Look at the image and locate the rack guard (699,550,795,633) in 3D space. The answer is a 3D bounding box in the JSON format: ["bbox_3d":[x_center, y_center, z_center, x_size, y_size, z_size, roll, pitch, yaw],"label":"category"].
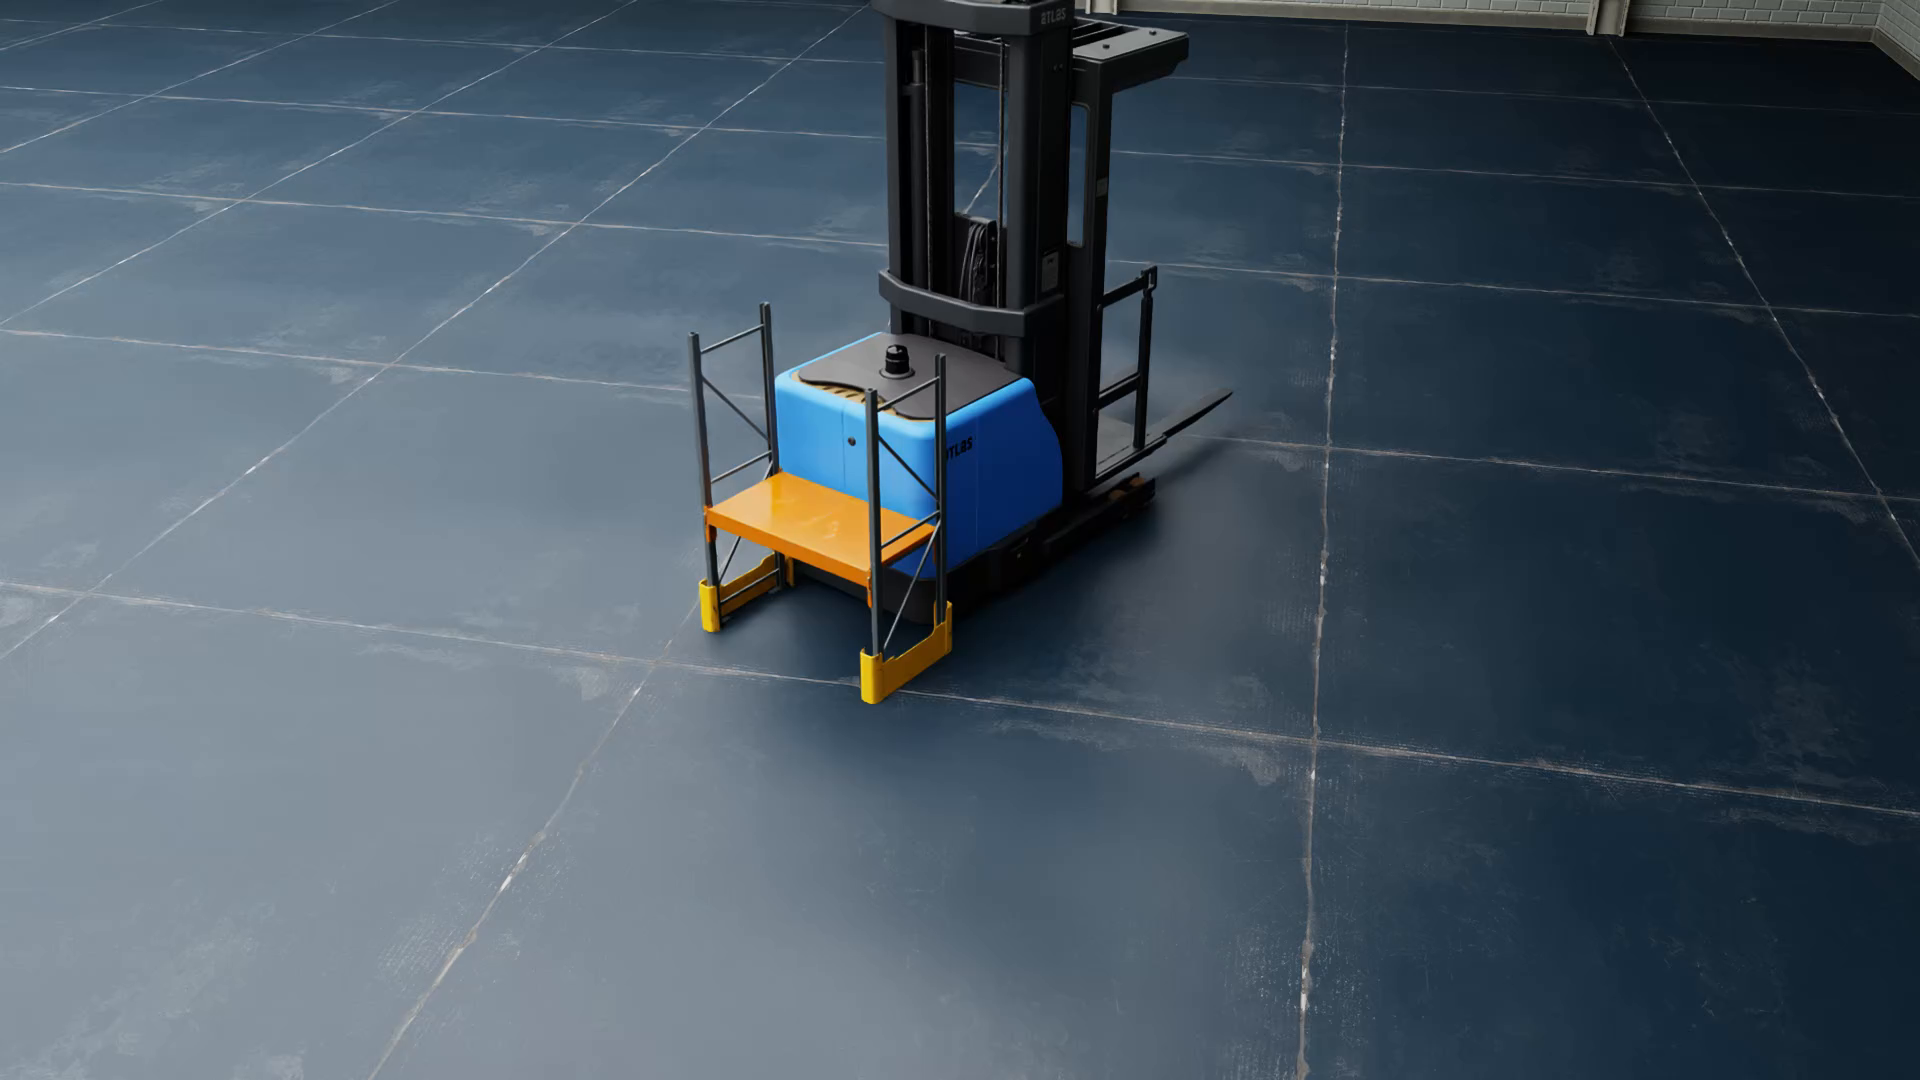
[{"bbox_3d":[-1.031,0.214,8.098,0.087,0.250,0.587,20,35,32],"label":"rack guard"}]

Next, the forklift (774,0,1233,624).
[{"bbox_3d":[0.412,-1.526,8.484,1.130,2.935,3.031,22,35,34],"label":"forklift"}]

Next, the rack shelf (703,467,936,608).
[{"bbox_3d":[-0.627,-0.029,7.615,1.000,0.185,0.538,20,35,32],"label":"rack shelf"}]

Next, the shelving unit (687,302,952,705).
[{"bbox_3d":[-0.635,-0.189,7.534,1.083,1.500,0.587,20,35,32],"label":"shelving unit"}]

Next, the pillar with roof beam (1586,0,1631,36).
[{"bbox_3d":[6.761,-7.952,13.903,0.400,9.000,9.100,6,29,11],"label":"pillar with roof beam"}]

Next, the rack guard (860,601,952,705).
[{"bbox_3d":[-0.238,0.504,7.570,0.087,0.250,0.587,20,35,32],"label":"rack guard"}]

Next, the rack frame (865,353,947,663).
[{"bbox_3d":[-0.223,-0.039,7.259,0.032,1.500,0.500,20,35,32],"label":"rack frame"}]

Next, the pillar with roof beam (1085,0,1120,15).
[{"bbox_3d":[0.894,-8.553,15.002,0.400,9.000,9.100,6,29,11],"label":"pillar with roof beam"}]

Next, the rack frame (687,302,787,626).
[{"bbox_3d":[-1.032,-0.334,7.799,0.032,1.500,0.500,20,35,32],"label":"rack frame"}]
